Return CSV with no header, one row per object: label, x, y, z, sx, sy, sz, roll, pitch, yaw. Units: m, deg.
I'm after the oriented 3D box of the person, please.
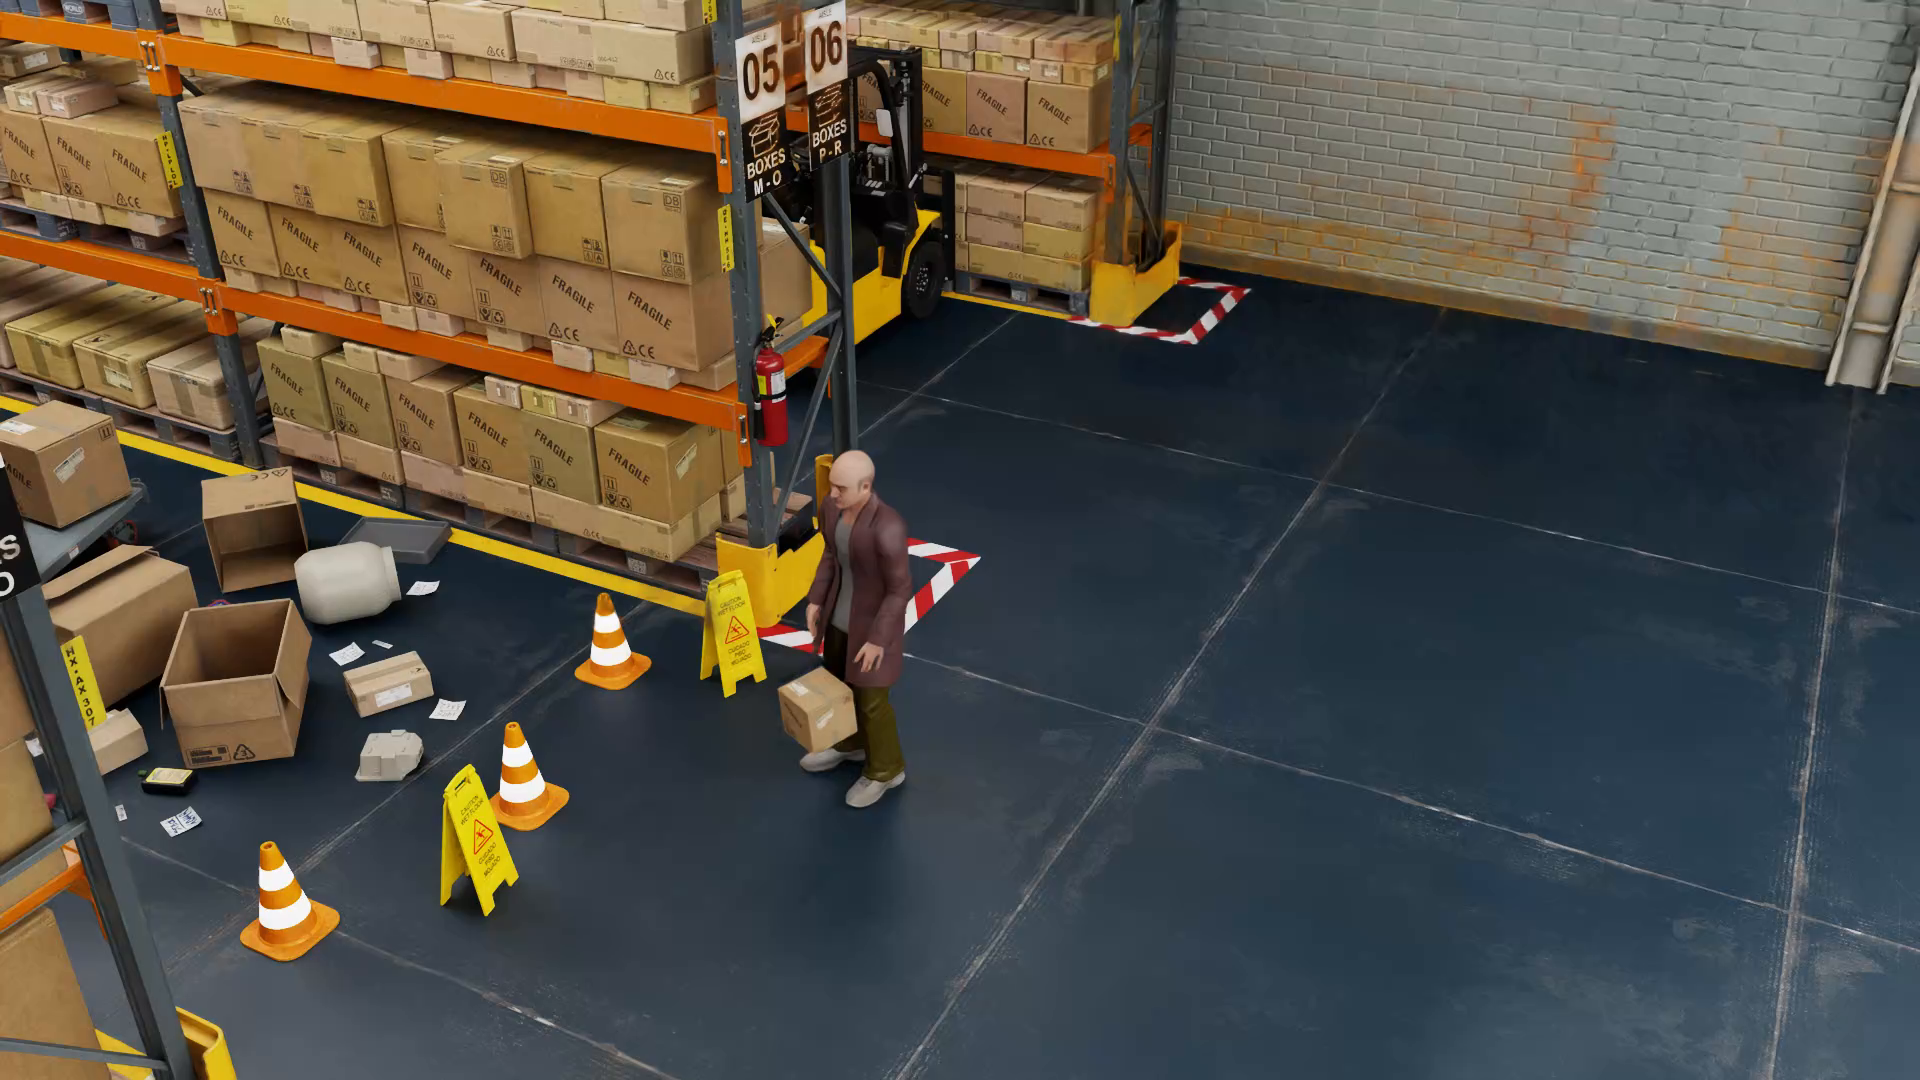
person,-0.465,0.387,7.633,0.419,1.774,0.646,-21,36,-32
